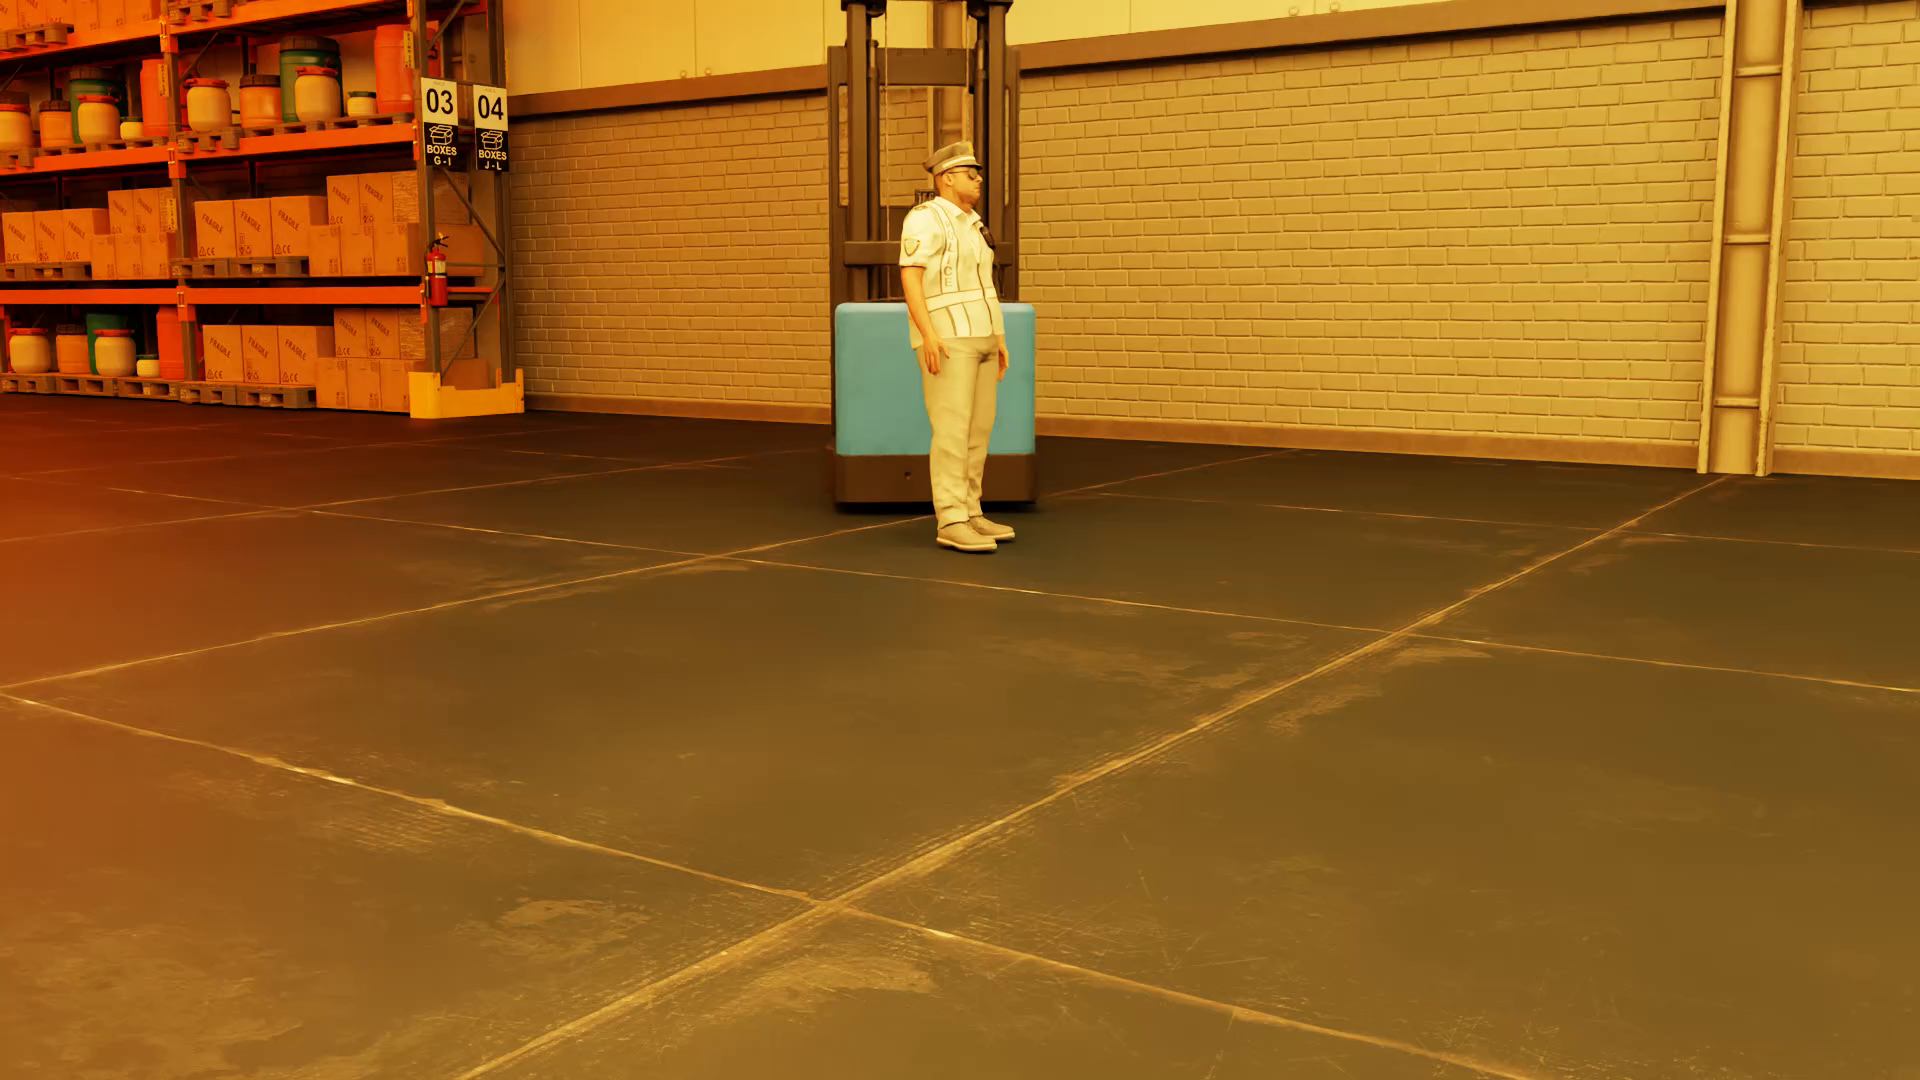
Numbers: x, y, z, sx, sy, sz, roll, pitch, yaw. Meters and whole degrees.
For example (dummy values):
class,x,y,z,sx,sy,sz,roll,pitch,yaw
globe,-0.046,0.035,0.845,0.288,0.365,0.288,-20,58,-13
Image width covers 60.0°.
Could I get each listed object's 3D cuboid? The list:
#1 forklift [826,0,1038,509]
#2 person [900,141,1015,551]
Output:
class,x,y,z,sx,sy,sz,roll,pitch,yaw
forklift,-0.224,-1.786,9.753,1.130,2.935,3.031,-1,8,-4
person,0.057,-0.880,7.424,0.575,1.778,0.640,5,10,34
